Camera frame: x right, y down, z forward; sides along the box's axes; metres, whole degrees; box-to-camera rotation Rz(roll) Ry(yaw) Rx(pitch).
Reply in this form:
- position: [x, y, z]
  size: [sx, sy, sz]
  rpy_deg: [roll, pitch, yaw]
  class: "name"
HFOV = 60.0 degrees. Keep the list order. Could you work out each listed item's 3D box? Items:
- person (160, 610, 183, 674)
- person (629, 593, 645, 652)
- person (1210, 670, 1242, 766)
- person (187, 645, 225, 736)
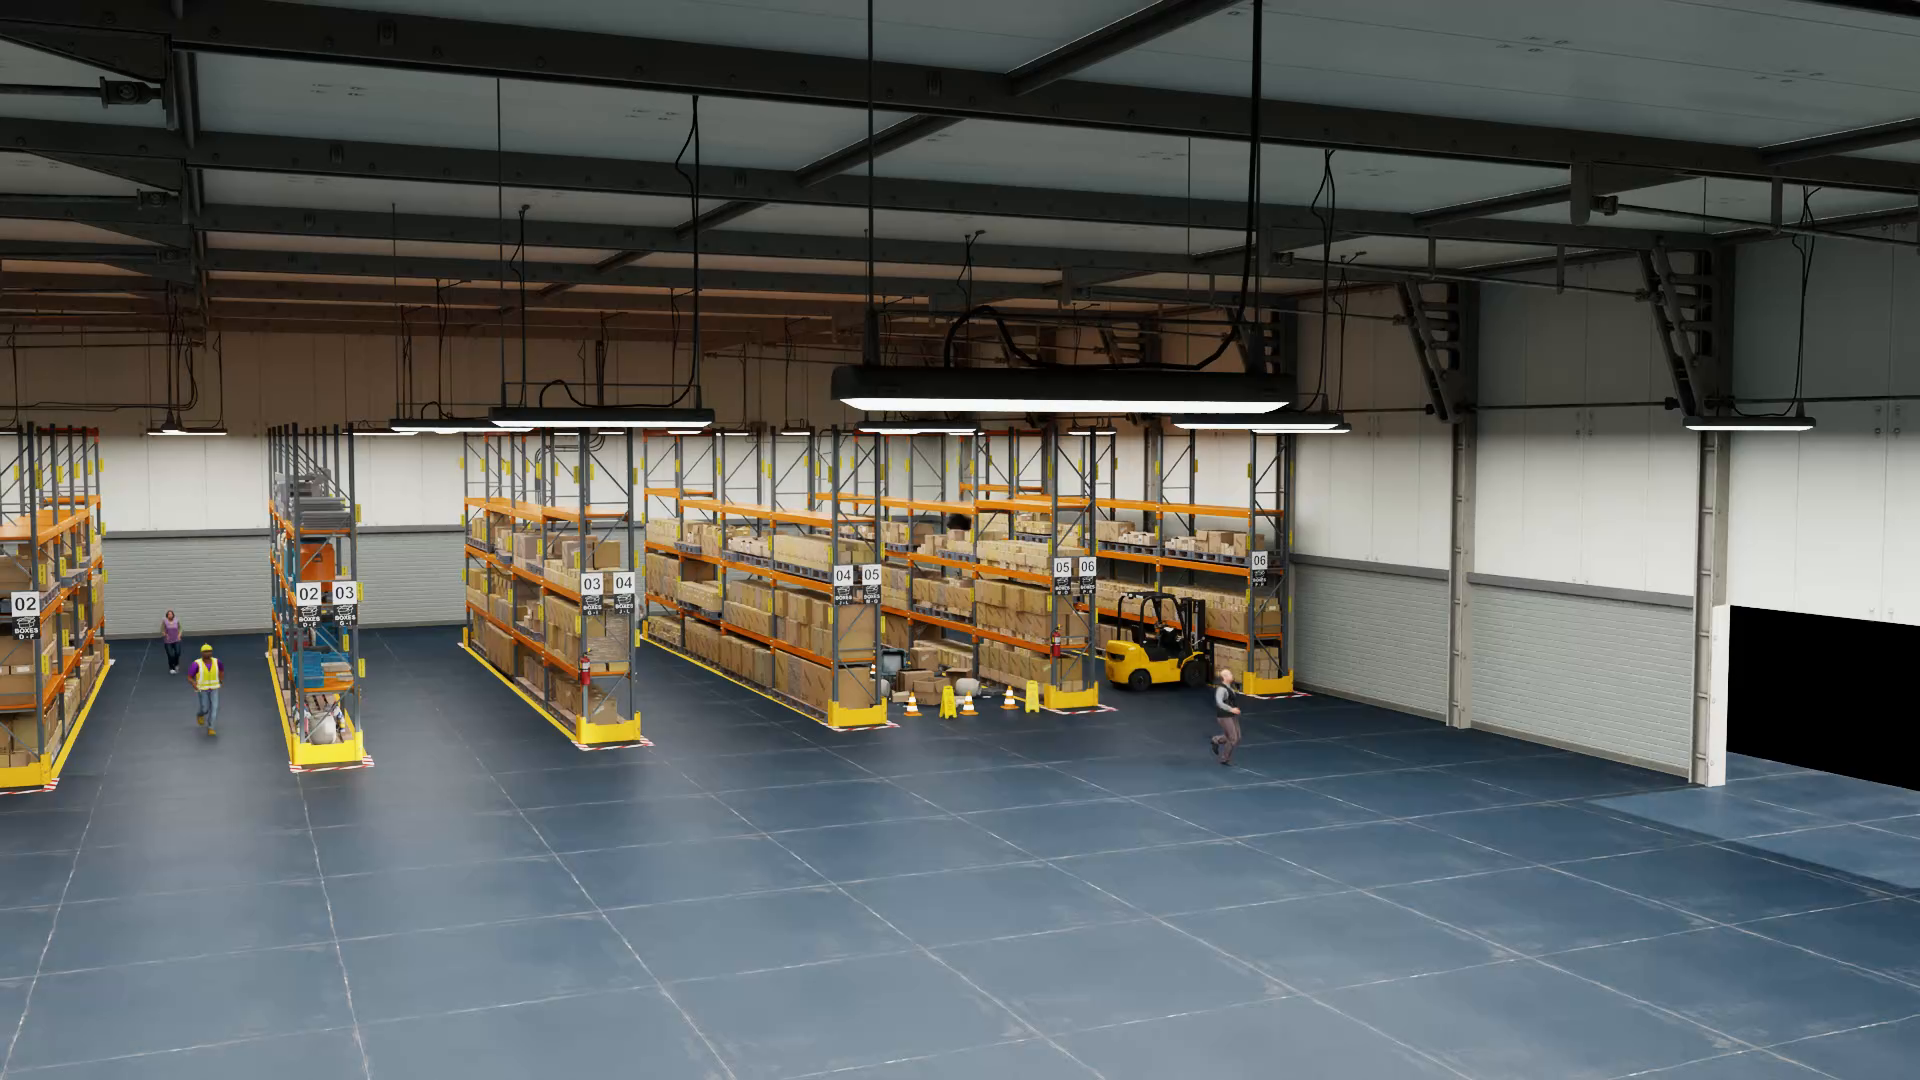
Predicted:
- position: [-19.054, 2.471, 40.224]
  size: [0.508, 1.559, 0.596]
  rpy_deg: [-2, 4, -32]
  class: "person"
- position: [-8.677, 2.168, 44.032]
  size: [0.673, 1.749, 0.647]
  rpy_deg: [-1, 4, -20]
  class: "person"
- position: [4.661, 3.109, 29.165]
  size: [0.609, 1.686, 0.691]
  rpy_deg: [2, 4, 25]
  class: "person"
- position: [-14.599, 2.894, 32.270]
  size: [0.699, 1.745, 0.771]
  rpy_deg: [-3, 4, -38]
  class: "person"
